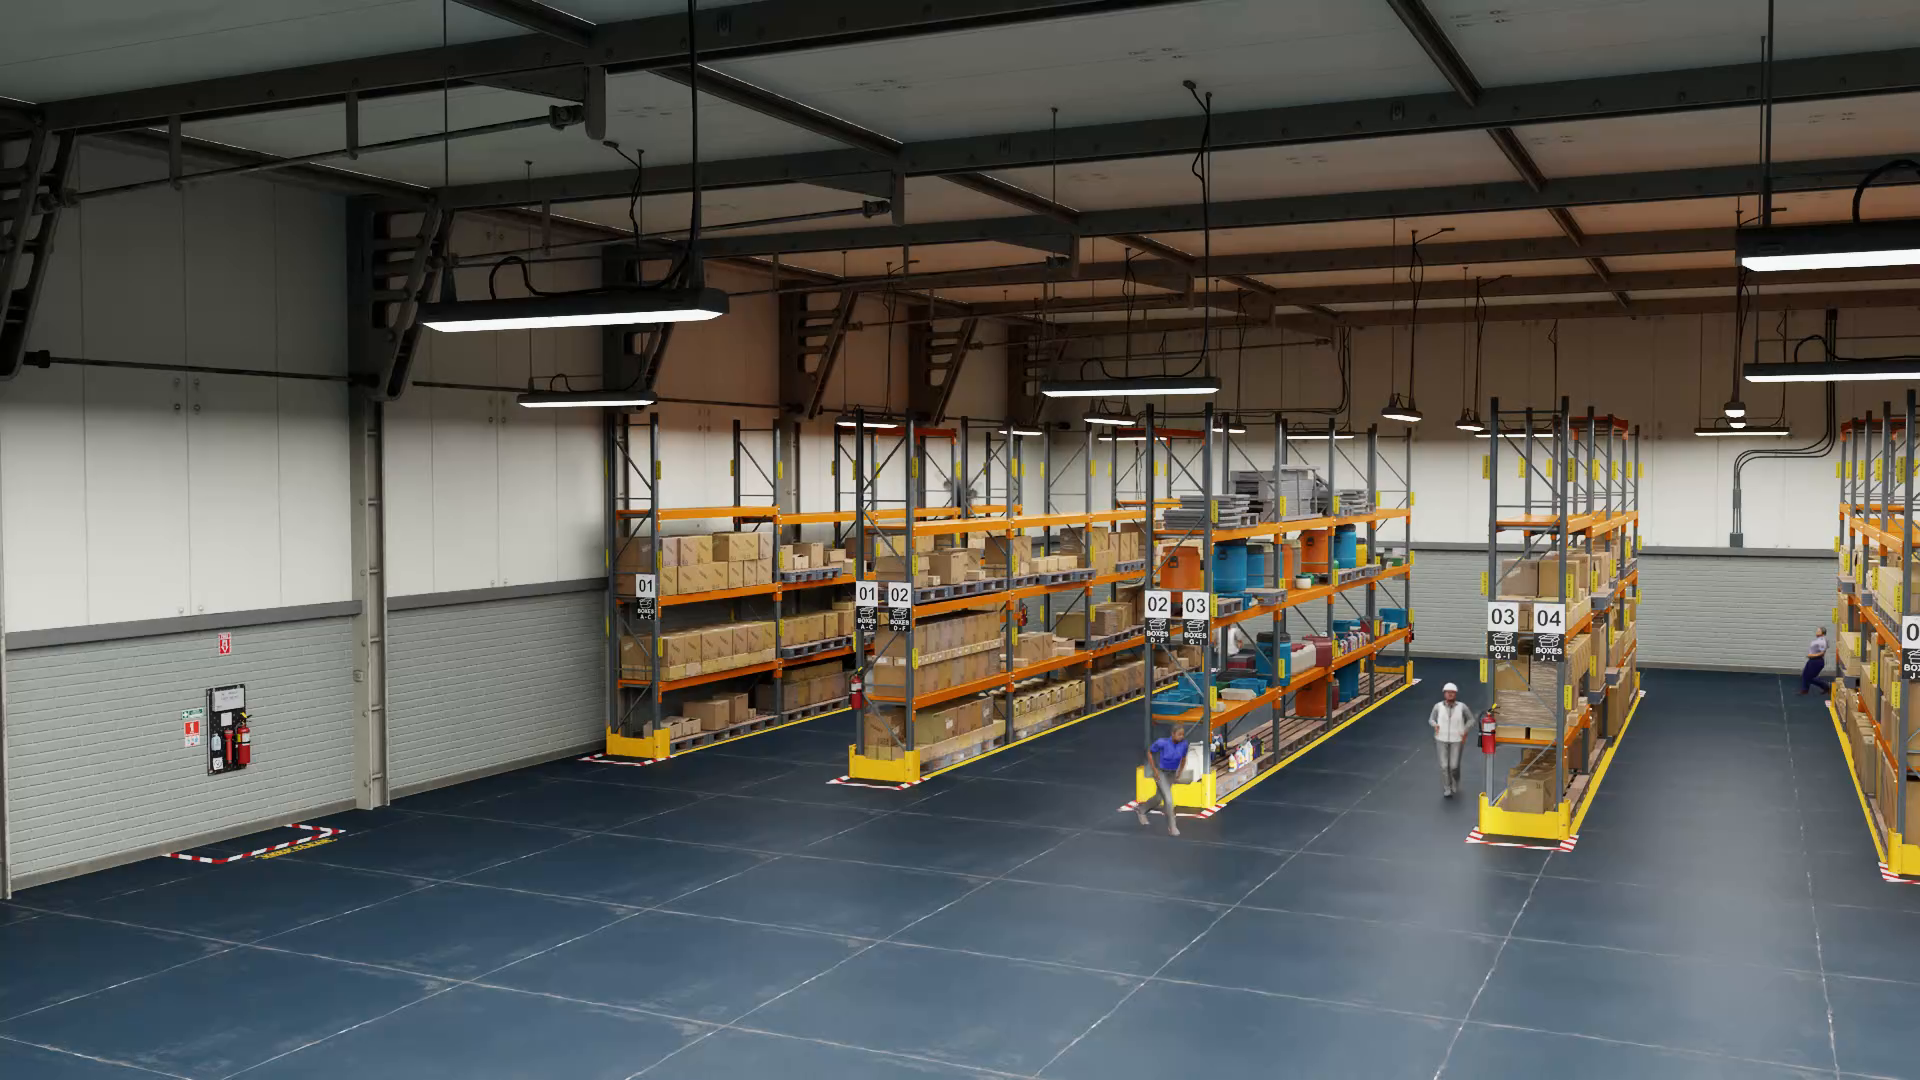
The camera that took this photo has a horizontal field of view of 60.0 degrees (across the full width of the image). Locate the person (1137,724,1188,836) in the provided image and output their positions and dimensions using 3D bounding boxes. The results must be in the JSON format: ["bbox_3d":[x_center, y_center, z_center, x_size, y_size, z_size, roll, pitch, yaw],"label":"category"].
[{"bbox_3d":[2.809,3.294,23.075,0.587,1.569,0.955,-1,3,-25],"label":"person"}]

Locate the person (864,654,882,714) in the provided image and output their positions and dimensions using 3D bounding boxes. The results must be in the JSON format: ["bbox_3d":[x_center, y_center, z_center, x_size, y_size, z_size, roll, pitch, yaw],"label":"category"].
[{"bbox_3d":[-1.591,2.906,30.005,0.564,1.698,0.675,1,3,24],"label":"person"}]

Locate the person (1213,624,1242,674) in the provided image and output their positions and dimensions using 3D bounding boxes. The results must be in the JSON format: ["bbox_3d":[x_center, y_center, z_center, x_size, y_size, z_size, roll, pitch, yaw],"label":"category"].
[{"bbox_3d":[6.004,2.567,37.435,0.682,1.742,0.663,1,3,22],"label":"person"}]

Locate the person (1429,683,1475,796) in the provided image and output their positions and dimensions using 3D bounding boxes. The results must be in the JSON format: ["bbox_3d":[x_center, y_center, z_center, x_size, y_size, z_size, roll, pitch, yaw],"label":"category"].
[{"bbox_3d":[7.498,3.064,25.430,0.668,1.733,0.569,1,3,22],"label":"person"}]

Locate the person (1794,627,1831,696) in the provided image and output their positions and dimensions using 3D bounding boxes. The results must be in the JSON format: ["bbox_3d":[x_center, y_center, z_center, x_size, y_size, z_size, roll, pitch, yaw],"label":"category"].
[{"bbox_3d":[18.764,2.691,36.523,0.742,1.579,0.731,1,3,25],"label":"person"}]
